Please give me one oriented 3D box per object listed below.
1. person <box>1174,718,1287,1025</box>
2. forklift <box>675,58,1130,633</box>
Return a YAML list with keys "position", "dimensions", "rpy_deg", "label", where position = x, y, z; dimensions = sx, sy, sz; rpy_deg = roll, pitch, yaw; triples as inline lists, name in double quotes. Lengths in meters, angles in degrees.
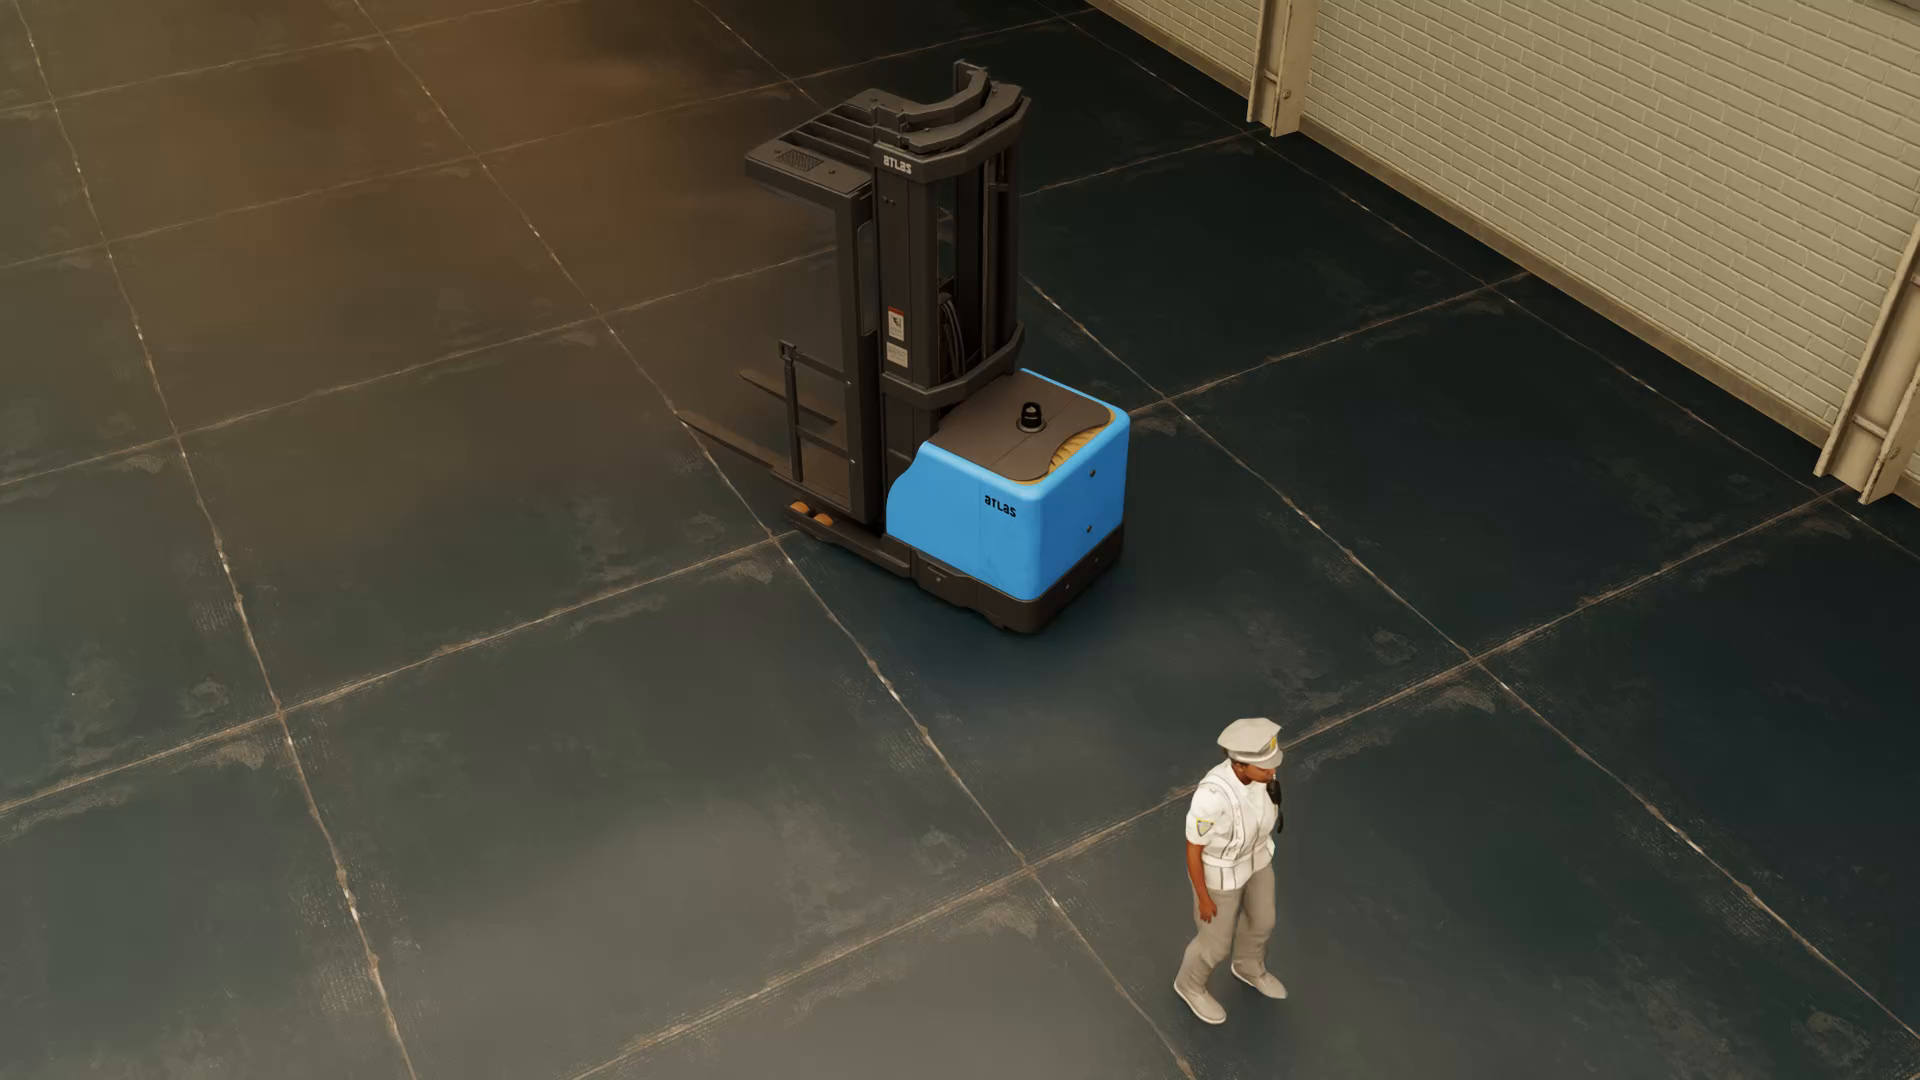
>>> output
- position: [1.230, 1.469, 7.273]
  dimensions: [0.530, 1.716, 0.470]
  rpy_deg: [-29, 48, -31]
  label: "person"
- position: [-0.481, -1.366, 9.683]
  dimensions: [3.031, 2.935, 1.130]
  rpy_deg: [26, 46, 28]
  label: "forklift"
